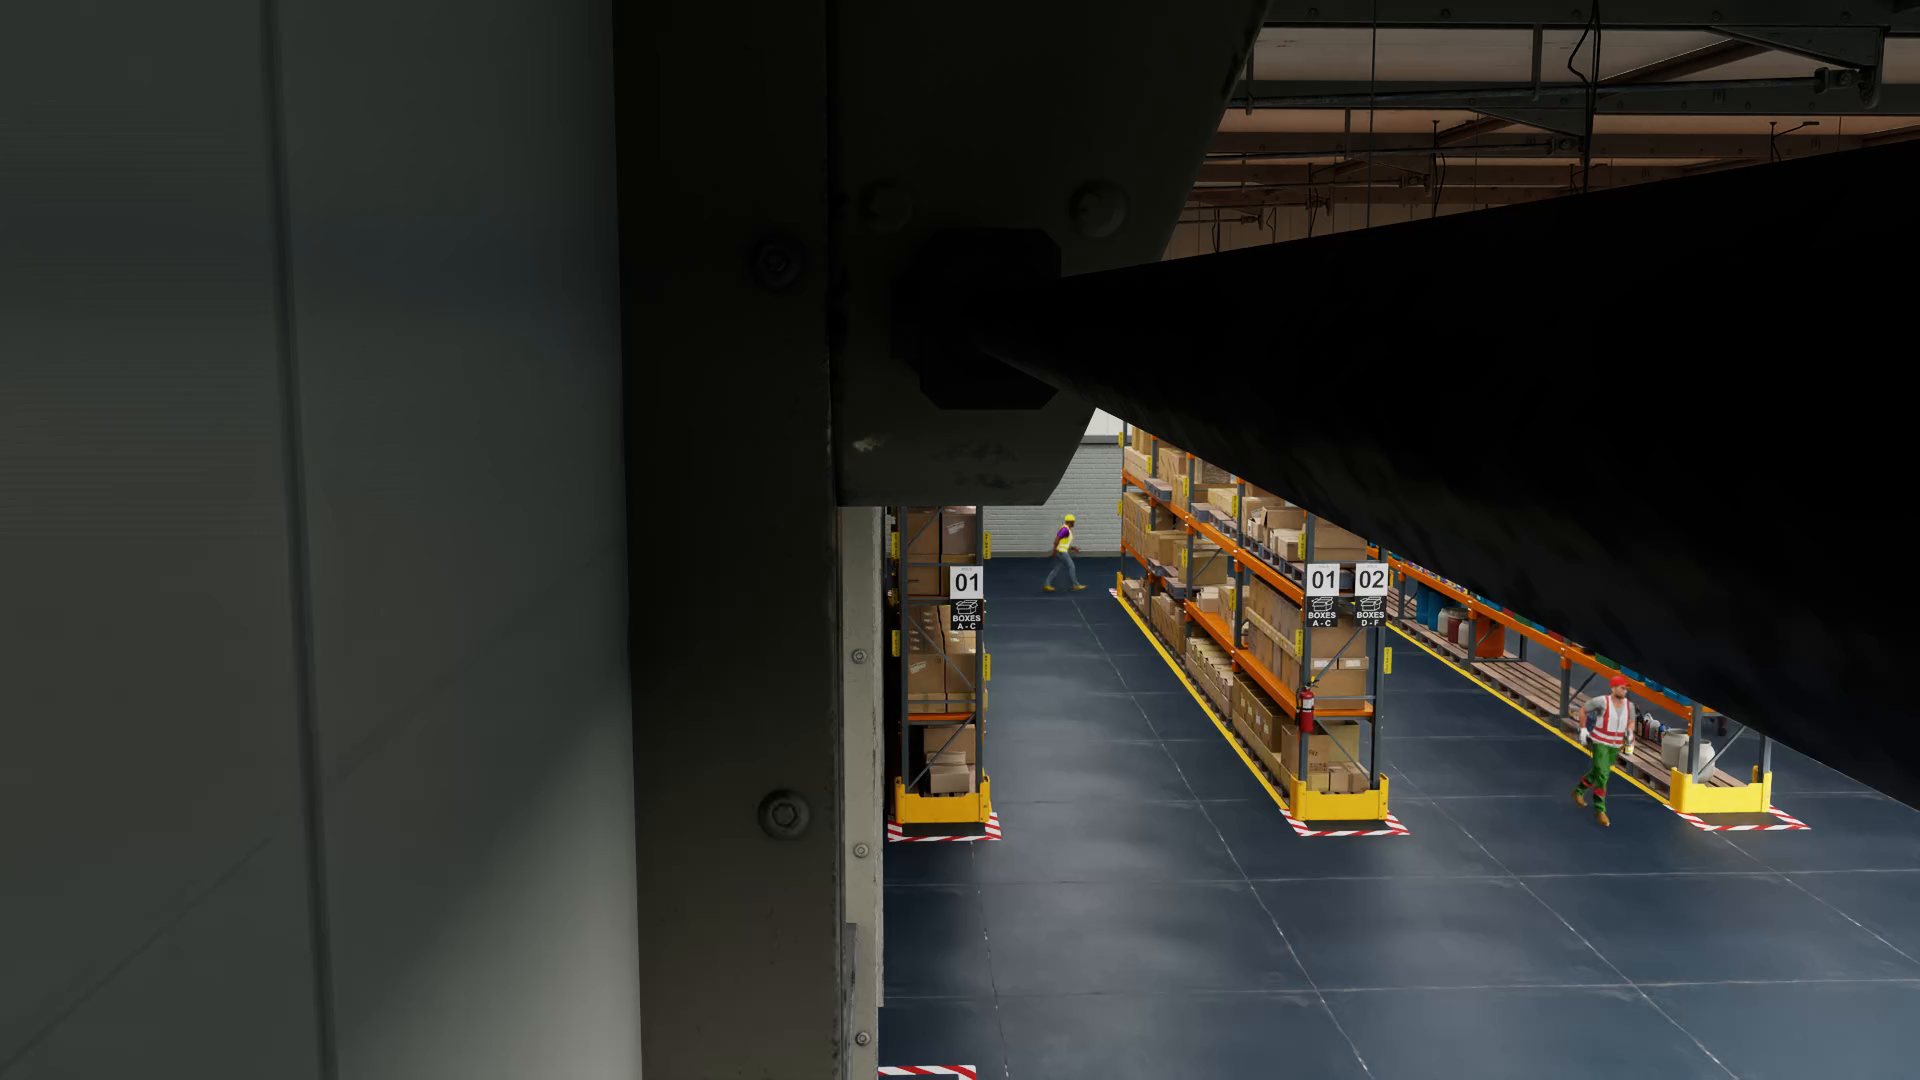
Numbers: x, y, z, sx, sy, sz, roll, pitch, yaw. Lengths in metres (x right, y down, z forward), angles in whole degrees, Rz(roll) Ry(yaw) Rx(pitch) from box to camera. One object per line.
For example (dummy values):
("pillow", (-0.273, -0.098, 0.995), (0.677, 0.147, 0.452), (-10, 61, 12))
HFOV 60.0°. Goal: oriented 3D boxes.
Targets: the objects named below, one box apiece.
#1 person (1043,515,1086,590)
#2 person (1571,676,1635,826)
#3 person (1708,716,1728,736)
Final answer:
("person", (2.333, 0.268, 37.098), (0.966, 1.675, 0.646), (0, 8, -3))
("person", (8.025, 2.534, 20.620), (0.713, 1.747, 0.974), (-2, 8, -16))
("person", (11.401, 2.142, 24.571), (0.681, 1.531, 0.883), (-1, 8, -8))
